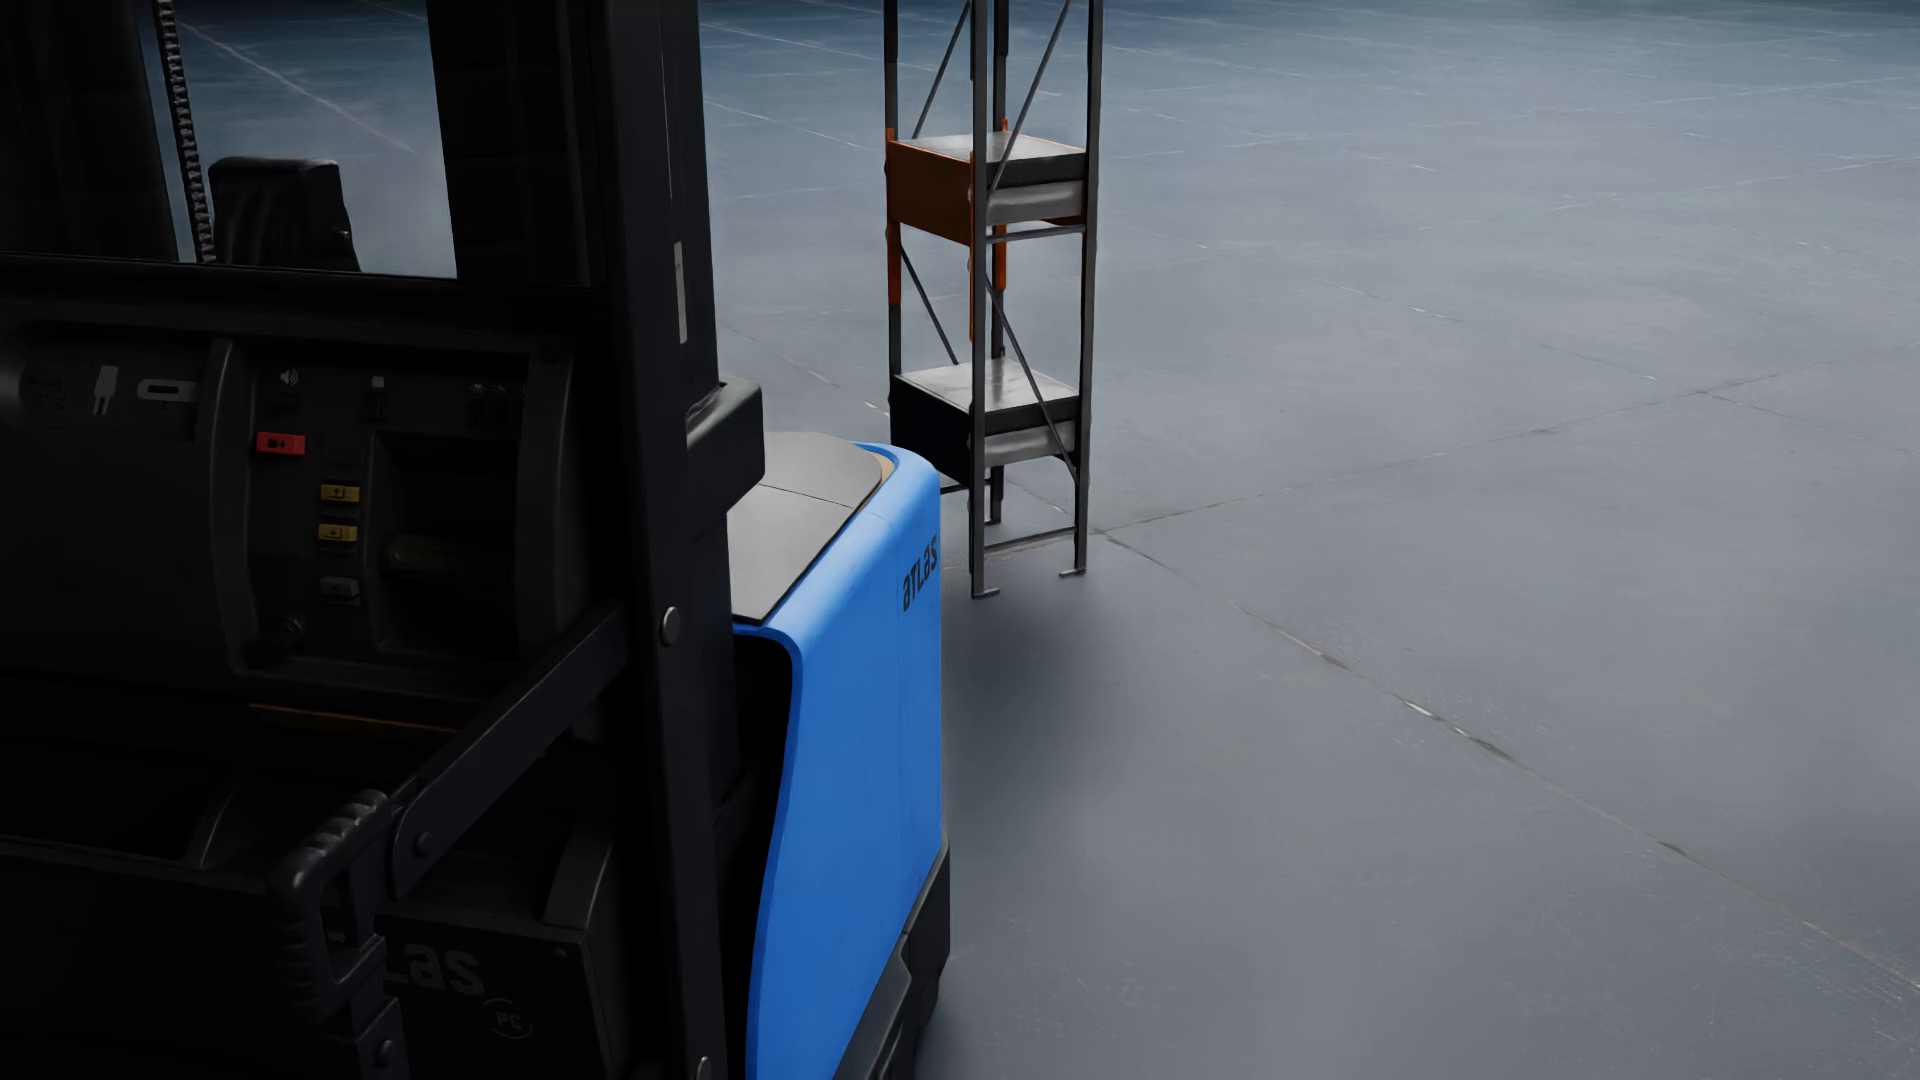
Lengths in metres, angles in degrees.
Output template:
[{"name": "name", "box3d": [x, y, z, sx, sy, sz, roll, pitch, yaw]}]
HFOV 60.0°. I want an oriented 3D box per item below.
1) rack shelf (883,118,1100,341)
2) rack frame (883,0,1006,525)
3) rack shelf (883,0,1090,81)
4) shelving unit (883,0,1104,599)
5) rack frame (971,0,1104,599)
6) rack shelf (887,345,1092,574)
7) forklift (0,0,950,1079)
[{"name": "rack shelf", "box3d": [0.085, -0.906, 4.789, 0.431, 0.518, 0.480, -13, 25, -28]}, {"name": "rack frame", "box3d": [-0.040, -0.998, 4.979, 0.400, 2.100, 0.015, -13, 25, -28]}, {"name": "rack shelf", "box3d": [0.085, -1.555, 4.526, 0.431, 0.518, 0.480, -13, 25, -28]}, {"name": "shelving unit", "box3d": [0.085, -0.919, 4.784, 0.431, 2.100, 0.503, -13, 25, -28]}, {"name": "rack frame", "box3d": [0.209, -0.840, 4.590, 0.400, 2.100, 0.015, -13, 25, -28]}, {"name": "rack shelf", "box3d": [0.085, -0.258, 5.053, 0.431, 0.518, 0.480, -13, 25, -28]}, {"name": "forklift", "box3d": [-0.869, -0.031, 1.494, 1.130, 2.935, 3.031, 5, 23, 13]}]
